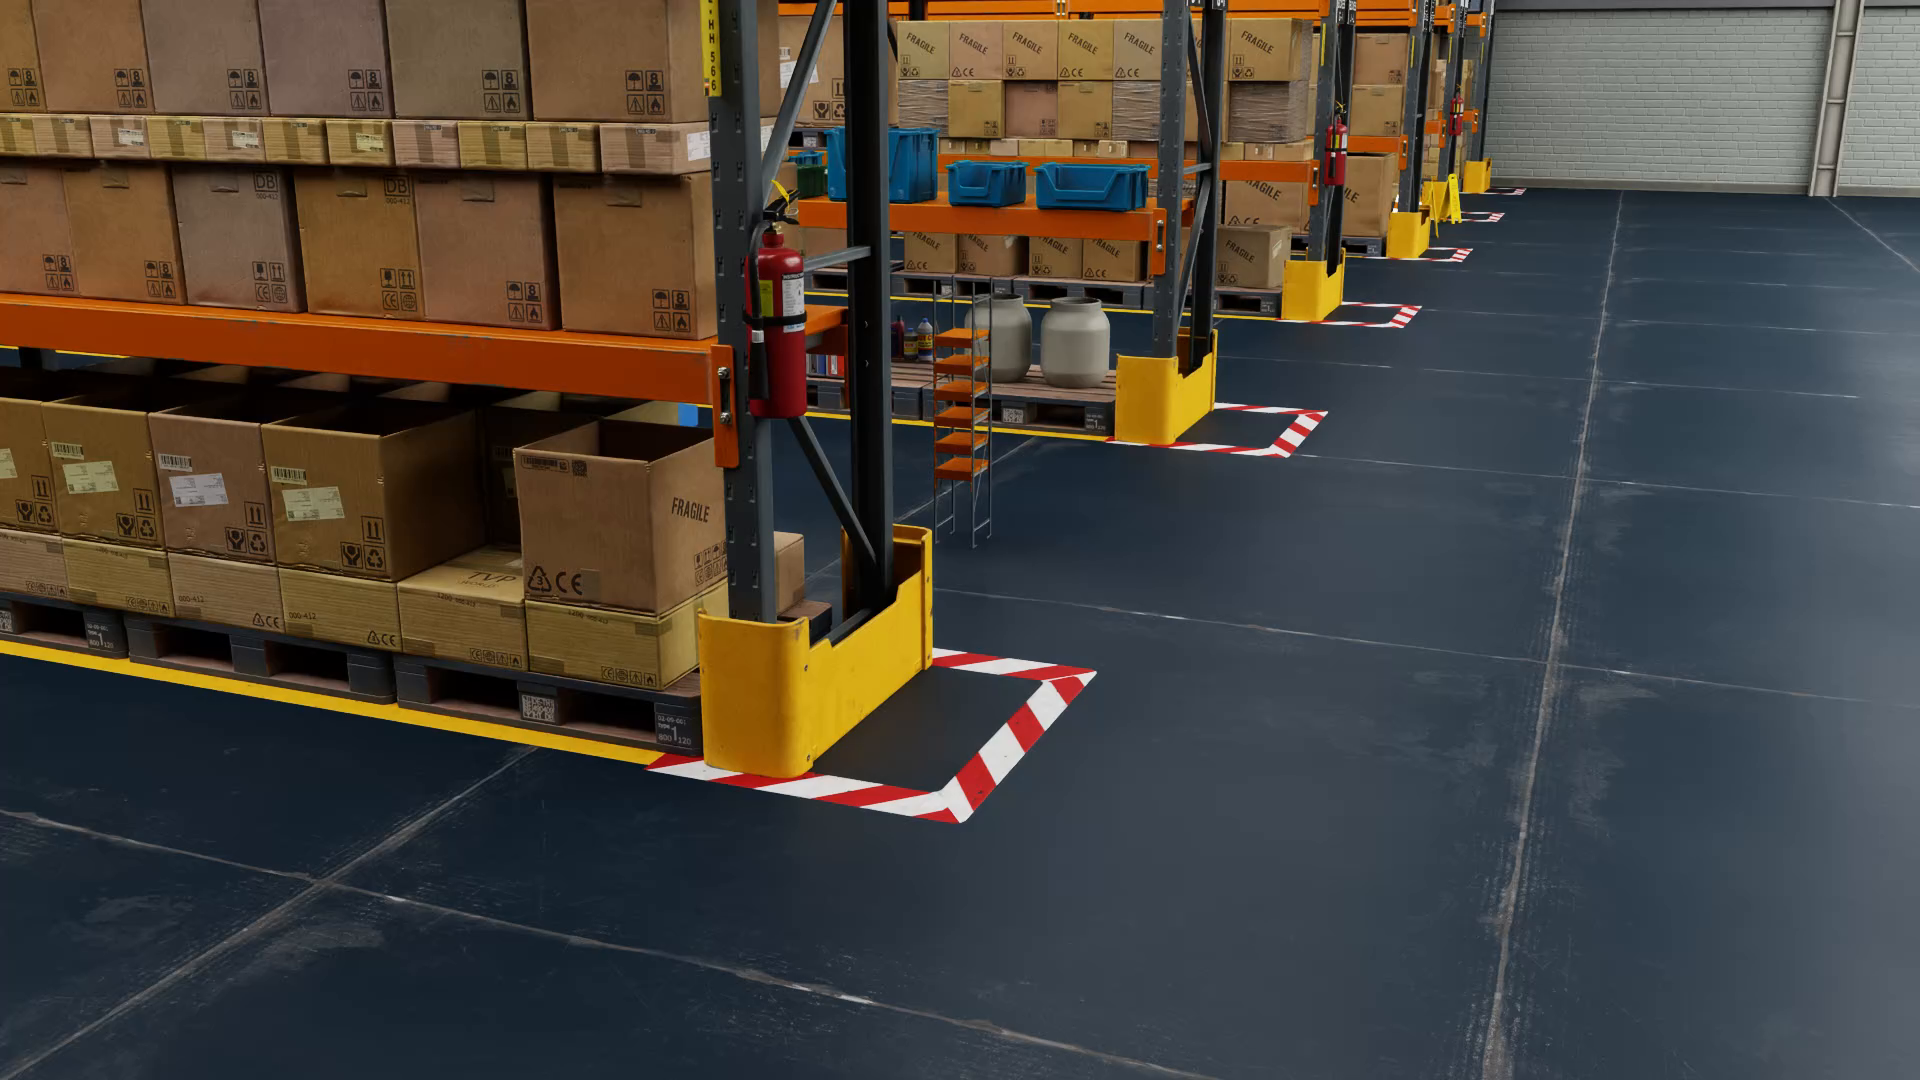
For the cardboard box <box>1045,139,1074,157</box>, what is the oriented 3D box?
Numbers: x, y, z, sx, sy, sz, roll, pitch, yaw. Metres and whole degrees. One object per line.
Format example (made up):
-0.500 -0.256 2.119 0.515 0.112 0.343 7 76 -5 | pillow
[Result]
0.929 -3.476 14.718 0.250 0.149 0.380 6 17 21 | cardboard box

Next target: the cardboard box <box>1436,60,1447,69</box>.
7.963 -7.797 27.275 0.250 0.149 0.380 6 17 21 | cardboard box

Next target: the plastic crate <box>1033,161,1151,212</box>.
0.767 -2.055 9.640 0.616 0.251 0.499 6 17 21 | plastic crate

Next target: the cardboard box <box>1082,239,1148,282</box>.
1.441 -2.628 15.077 0.500 0.500 0.500 8 18 26 | cardboard box

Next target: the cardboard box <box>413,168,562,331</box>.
-1.398 -1.020 5.629 0.500 0.500 0.700 7 18 22 | cardboard box

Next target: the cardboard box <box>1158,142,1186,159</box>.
1.891 -3.396 14.443 0.250 0.149 0.380 6 17 21 | cardboard box

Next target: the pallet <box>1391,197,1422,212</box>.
5.983 -4.769 23.721 1.213 0.211 1.003 6 17 21 | pallet

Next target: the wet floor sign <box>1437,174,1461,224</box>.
6.580 -4.580 22.293 0.232 0.644 0.267 14 21 40 | wet floor sign

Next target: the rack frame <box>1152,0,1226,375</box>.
1.343 -2.153 9.710 0.127 3.000 1.000 6 17 21 | rack frame

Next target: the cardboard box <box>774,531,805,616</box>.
-0.895 0.137 5.998 0.500 0.250 0.500 6 17 21 | cardboard box

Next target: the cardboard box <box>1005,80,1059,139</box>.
0.789 -3.890 14.981 0.500 0.500 0.875 6 17 21 | cardboard box

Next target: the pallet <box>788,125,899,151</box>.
-1.219 -3.871 15.970 1.213 0.211 1.003 6 17 21 | pallet

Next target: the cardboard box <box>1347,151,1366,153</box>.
5.469 -5.316 23.438 0.500 0.500 0.500 7 18 23 | cardboard box

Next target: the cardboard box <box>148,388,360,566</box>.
-2.487 -0.238 5.946 0.500 0.500 0.500 6 17 21 | cardboard box

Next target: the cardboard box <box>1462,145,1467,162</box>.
8.253 -6.519 28.030 0.500 0.250 0.500 7 17 22 | cardboard box

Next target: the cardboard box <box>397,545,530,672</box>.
-1.555 0.224 5.701 0.500 0.250 0.500 6 17 21 | cardboard box

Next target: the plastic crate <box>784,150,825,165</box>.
-1.249 -2.448 10.993 0.616 0.251 0.499 6 17 21 | plastic crate

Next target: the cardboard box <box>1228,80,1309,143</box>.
2.659 -3.692 14.298 0.500 0.500 0.875 6 17 21 | cardboard box

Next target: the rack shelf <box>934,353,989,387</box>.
0.013 -0.763 7.447 0.180 0.103 0.258 6 17 21 | rack shelf

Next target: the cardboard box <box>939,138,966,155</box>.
-0.001 -3.579 15.072 0.250 0.149 0.380 6 17 21 | cardboard box

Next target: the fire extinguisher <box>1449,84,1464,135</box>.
6.734 -5.839 22.547 0.183 0.674 0.296 6 17 21 | fire extinguisher

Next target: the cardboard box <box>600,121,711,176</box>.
-0.904 -1.218 5.146 0.250 0.149 0.380 6 17 20 | cardboard box

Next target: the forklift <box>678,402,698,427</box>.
-2.849 -1.554 7.770 3.031 2.935 1.130 3 16 10 | forklift

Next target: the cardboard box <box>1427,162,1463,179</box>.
8.061 -6.143 27.632 0.500 0.250 0.500 6 17 21 | cardboard box

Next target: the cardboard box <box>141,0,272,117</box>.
-2.383 -1.751 5.819 0.500 0.500 0.700 6 17 21 | cardboard box

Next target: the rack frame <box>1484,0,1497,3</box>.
8.614 -10.177 26.587 0.127 3.000 1.000 6 17 21 | rack frame

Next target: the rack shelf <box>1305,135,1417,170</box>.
3.213 -4.573 19.335 4.000 0.370 1.077 6 17 21 | rack shelf

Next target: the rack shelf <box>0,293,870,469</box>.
-2.339 -0.728 6.091 4.000 0.370 1.077 6 17 21 | rack shelf

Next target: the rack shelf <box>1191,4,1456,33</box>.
4.936 -7.307 23.375 4.000 0.370 1.077 6 17 21 | rack shelf

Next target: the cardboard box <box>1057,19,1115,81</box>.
1.164 -4.256 14.446 0.500 0.500 0.500 6 17 21 | cardboard box

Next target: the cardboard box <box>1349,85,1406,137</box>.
4.712 -4.812 18.599 0.550 0.550 0.875 6 17 21 | cardboard box

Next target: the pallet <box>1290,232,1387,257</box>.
4.301 -3.436 19.131 1.213 0.211 1.003 6 17 21 | pallet

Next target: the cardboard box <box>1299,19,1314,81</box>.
2.748 -4.236 14.377 0.500 0.500 0.500 6 17 21 | cardboard box

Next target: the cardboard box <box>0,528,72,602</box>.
-3.416 0.019 6.405 0.500 0.250 0.500 6 17 21 | cardboard box

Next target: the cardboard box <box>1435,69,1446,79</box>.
7.940 -7.636 27.255 0.250 0.149 0.380 7 17 22 | cardboard box

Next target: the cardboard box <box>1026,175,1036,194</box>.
0.743 -4.284 20.333 0.750 0.750 1.050 6 17 20 | cardboard box

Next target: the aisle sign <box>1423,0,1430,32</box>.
5.030 -5.877 17.875 0.004 0.787 0.394 6 17 21 | aisle sign

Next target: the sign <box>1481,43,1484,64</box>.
8.402 -7.826 26.749 0.005 0.325 0.100 6 17 21 | sign

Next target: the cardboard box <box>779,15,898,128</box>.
-1.249 -4.454 15.807 1.000 1.000 1.000 6 17 21 | cardboard box

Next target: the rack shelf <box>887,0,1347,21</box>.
1.300 -4.737 14.521 4.000 0.370 1.077 6 17 21 | rack shelf

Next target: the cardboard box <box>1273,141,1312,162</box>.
2.819 -3.293 14.086 0.250 0.149 0.380 6 17 21 | cardboard box

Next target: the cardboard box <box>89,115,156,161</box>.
-2.820 -1.429 5.873 0.250 0.149 0.380 6 17 19 | cardboard box

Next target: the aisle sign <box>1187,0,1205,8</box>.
1.301 -3.317 9.057 0.004 0.787 0.394 6 17 21 | aisle sign

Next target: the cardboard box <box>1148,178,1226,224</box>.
2.752 -4.130 19.579 0.875 0.875 0.875 6 17 21 | cardboard box

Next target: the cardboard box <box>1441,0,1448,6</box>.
6.607 -7.446 23.012 0.250 0.149 0.380 6 17 21 | cardboard box

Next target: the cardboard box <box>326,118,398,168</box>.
-1.863 -1.324 5.510 0.250 0.149 0.380 7 18 22 | cardboard box

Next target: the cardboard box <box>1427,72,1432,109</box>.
6.190 -6.183 22.878 0.500 0.500 0.500 6 17 20 | cardboard box

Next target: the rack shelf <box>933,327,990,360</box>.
0.013 -0.878 7.413 0.180 0.103 0.258 6 17 21 | rack shelf

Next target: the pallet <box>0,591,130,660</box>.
-3.475 0.153 6.766 1.213 0.211 1.003 6 17 21 | pallet

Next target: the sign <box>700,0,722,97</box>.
-0.690 -1.399 4.612 0.005 0.325 0.100 6 17 21 | sign

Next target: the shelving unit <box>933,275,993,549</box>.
0.013 -0.575 7.501 0.189 1.200 0.258 6 17 21 | shelving unit

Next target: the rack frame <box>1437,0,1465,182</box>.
6.796 -6.008 22.988 0.127 3.000 1.000 6 17 21 | rack frame

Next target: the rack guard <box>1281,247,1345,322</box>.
3.089 -2.245 14.510 0.348 0.500 1.175 6 17 21 | rack guard

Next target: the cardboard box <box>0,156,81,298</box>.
-3.291 -1.230 6.351 0.500 0.500 0.700 6 17 20 | cardboard box

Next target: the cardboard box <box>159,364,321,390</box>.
-2.760 -0.424 6.588 0.500 0.500 0.500 6 17 21 | cardboard box

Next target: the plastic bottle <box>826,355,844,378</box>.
-0.751 -1.163 10.397 0.135 0.276 0.152 6 17 21 | plastic bottle
